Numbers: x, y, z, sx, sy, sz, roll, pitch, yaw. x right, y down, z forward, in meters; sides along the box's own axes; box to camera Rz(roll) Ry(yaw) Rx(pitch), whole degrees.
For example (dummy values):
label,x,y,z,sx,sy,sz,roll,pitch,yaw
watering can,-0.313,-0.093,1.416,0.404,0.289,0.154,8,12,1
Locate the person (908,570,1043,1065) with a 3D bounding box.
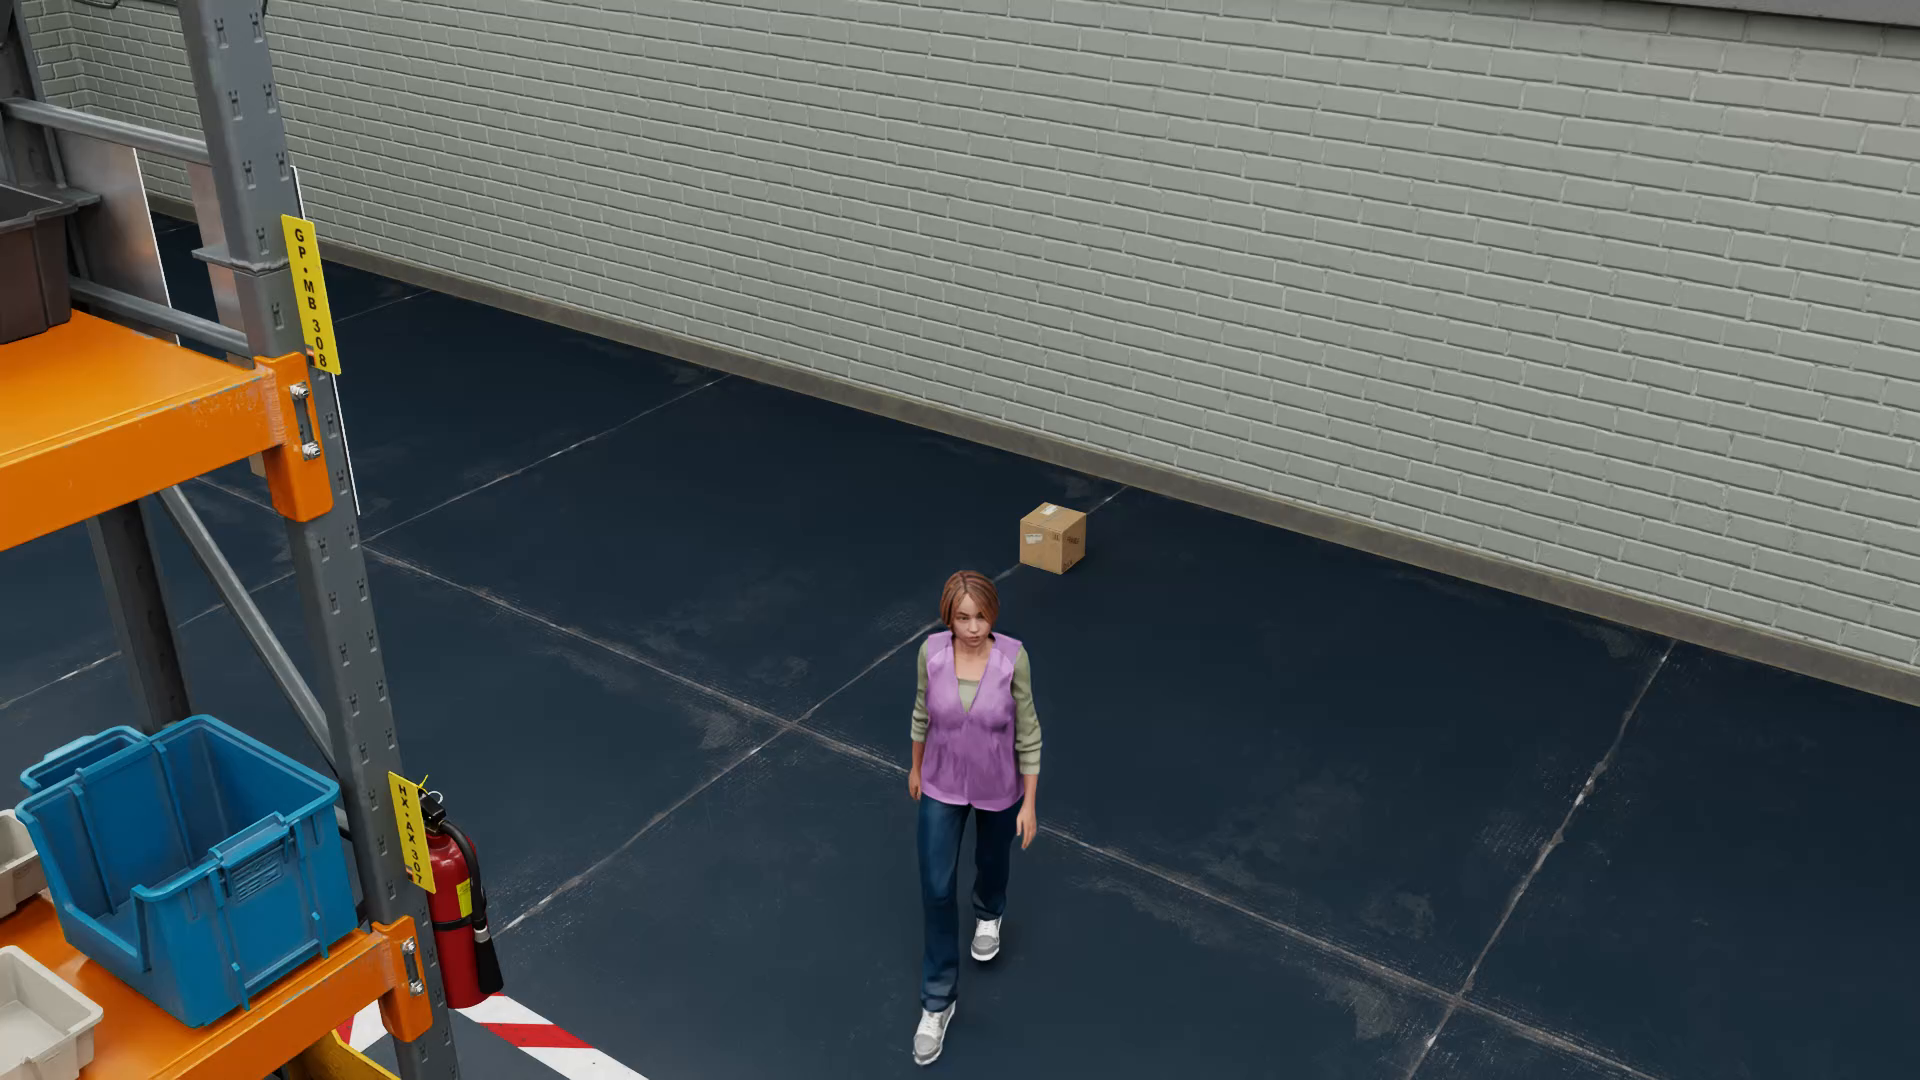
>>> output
label,x,y,z,sx,sy,sz,roll,pitch,yaw
person,0.039,0.862,5.456,0.454,1.599,0.750,2,27,3
